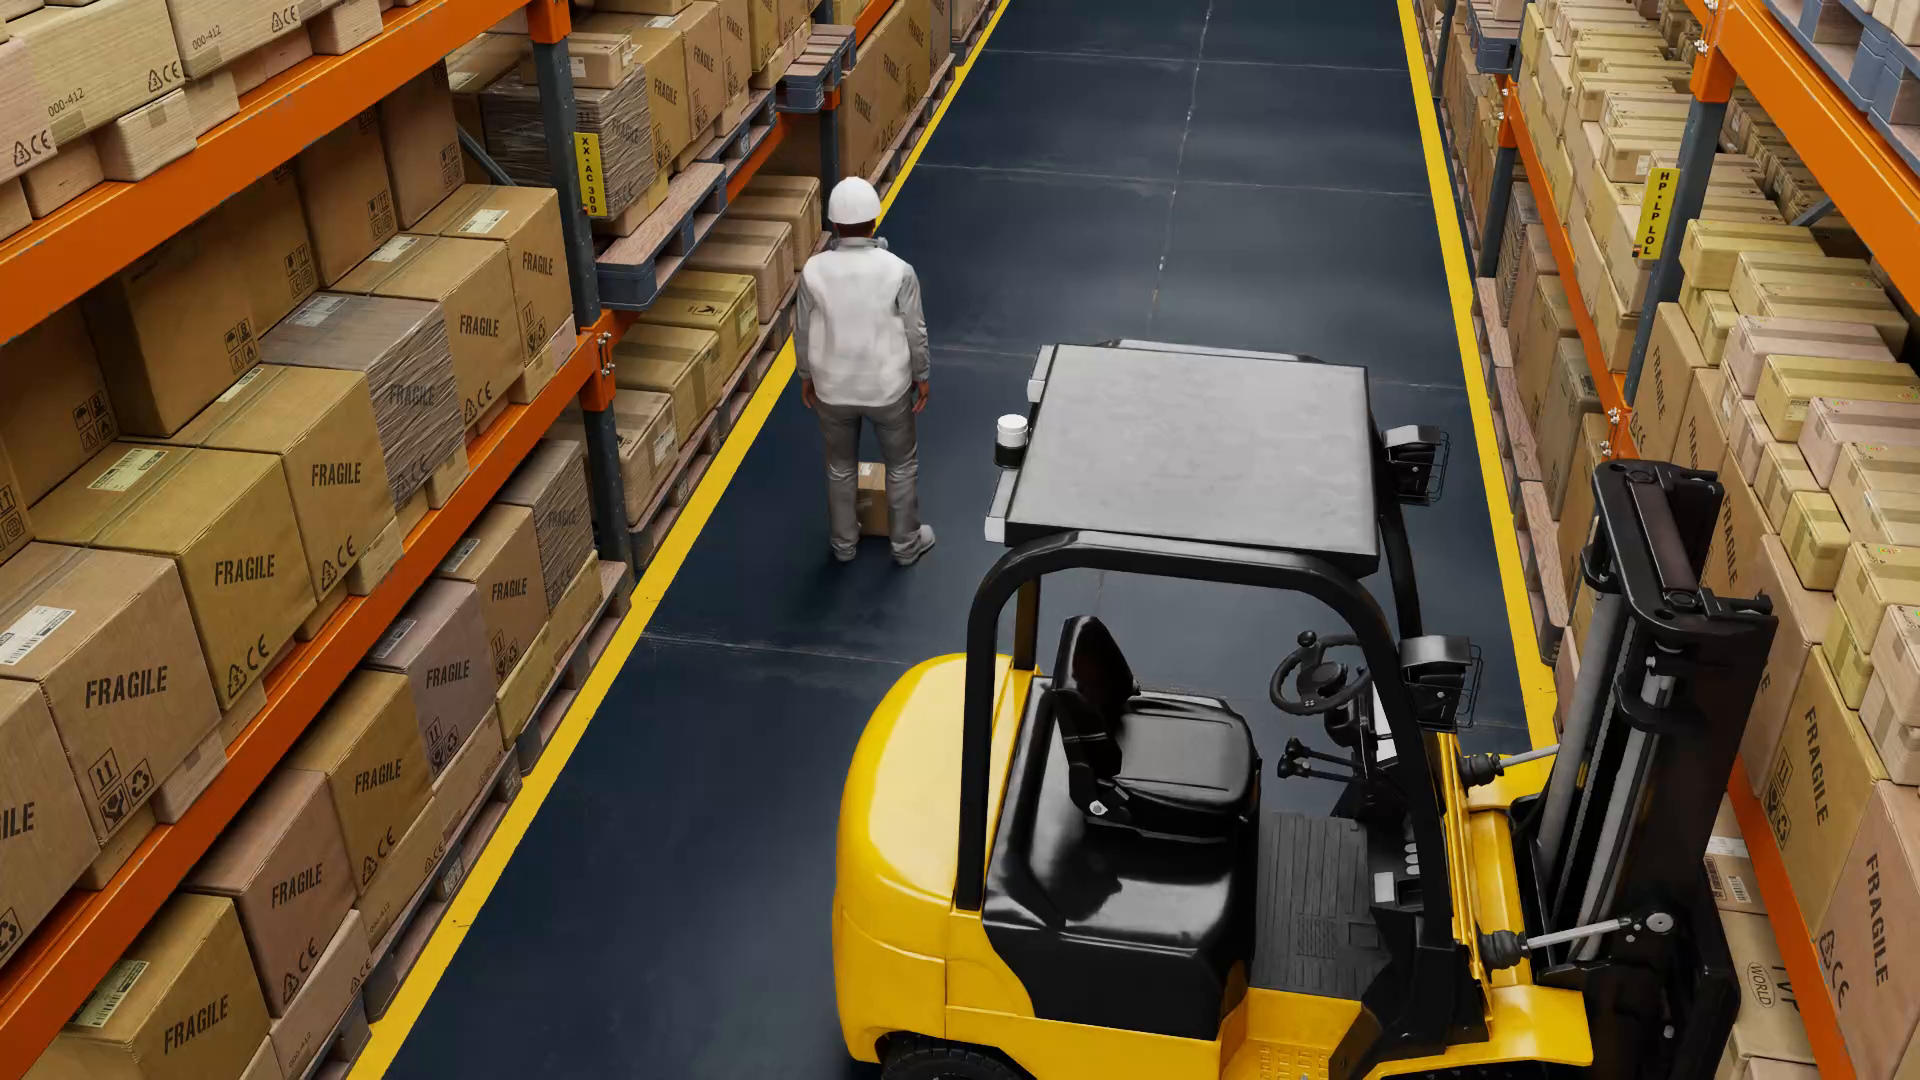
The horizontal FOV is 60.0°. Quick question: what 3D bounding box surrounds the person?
[{"bbox_3d":[-0.417,-0.696,7.219,0.588,1.770,0.463,3,32,5],"label":"person"}]
